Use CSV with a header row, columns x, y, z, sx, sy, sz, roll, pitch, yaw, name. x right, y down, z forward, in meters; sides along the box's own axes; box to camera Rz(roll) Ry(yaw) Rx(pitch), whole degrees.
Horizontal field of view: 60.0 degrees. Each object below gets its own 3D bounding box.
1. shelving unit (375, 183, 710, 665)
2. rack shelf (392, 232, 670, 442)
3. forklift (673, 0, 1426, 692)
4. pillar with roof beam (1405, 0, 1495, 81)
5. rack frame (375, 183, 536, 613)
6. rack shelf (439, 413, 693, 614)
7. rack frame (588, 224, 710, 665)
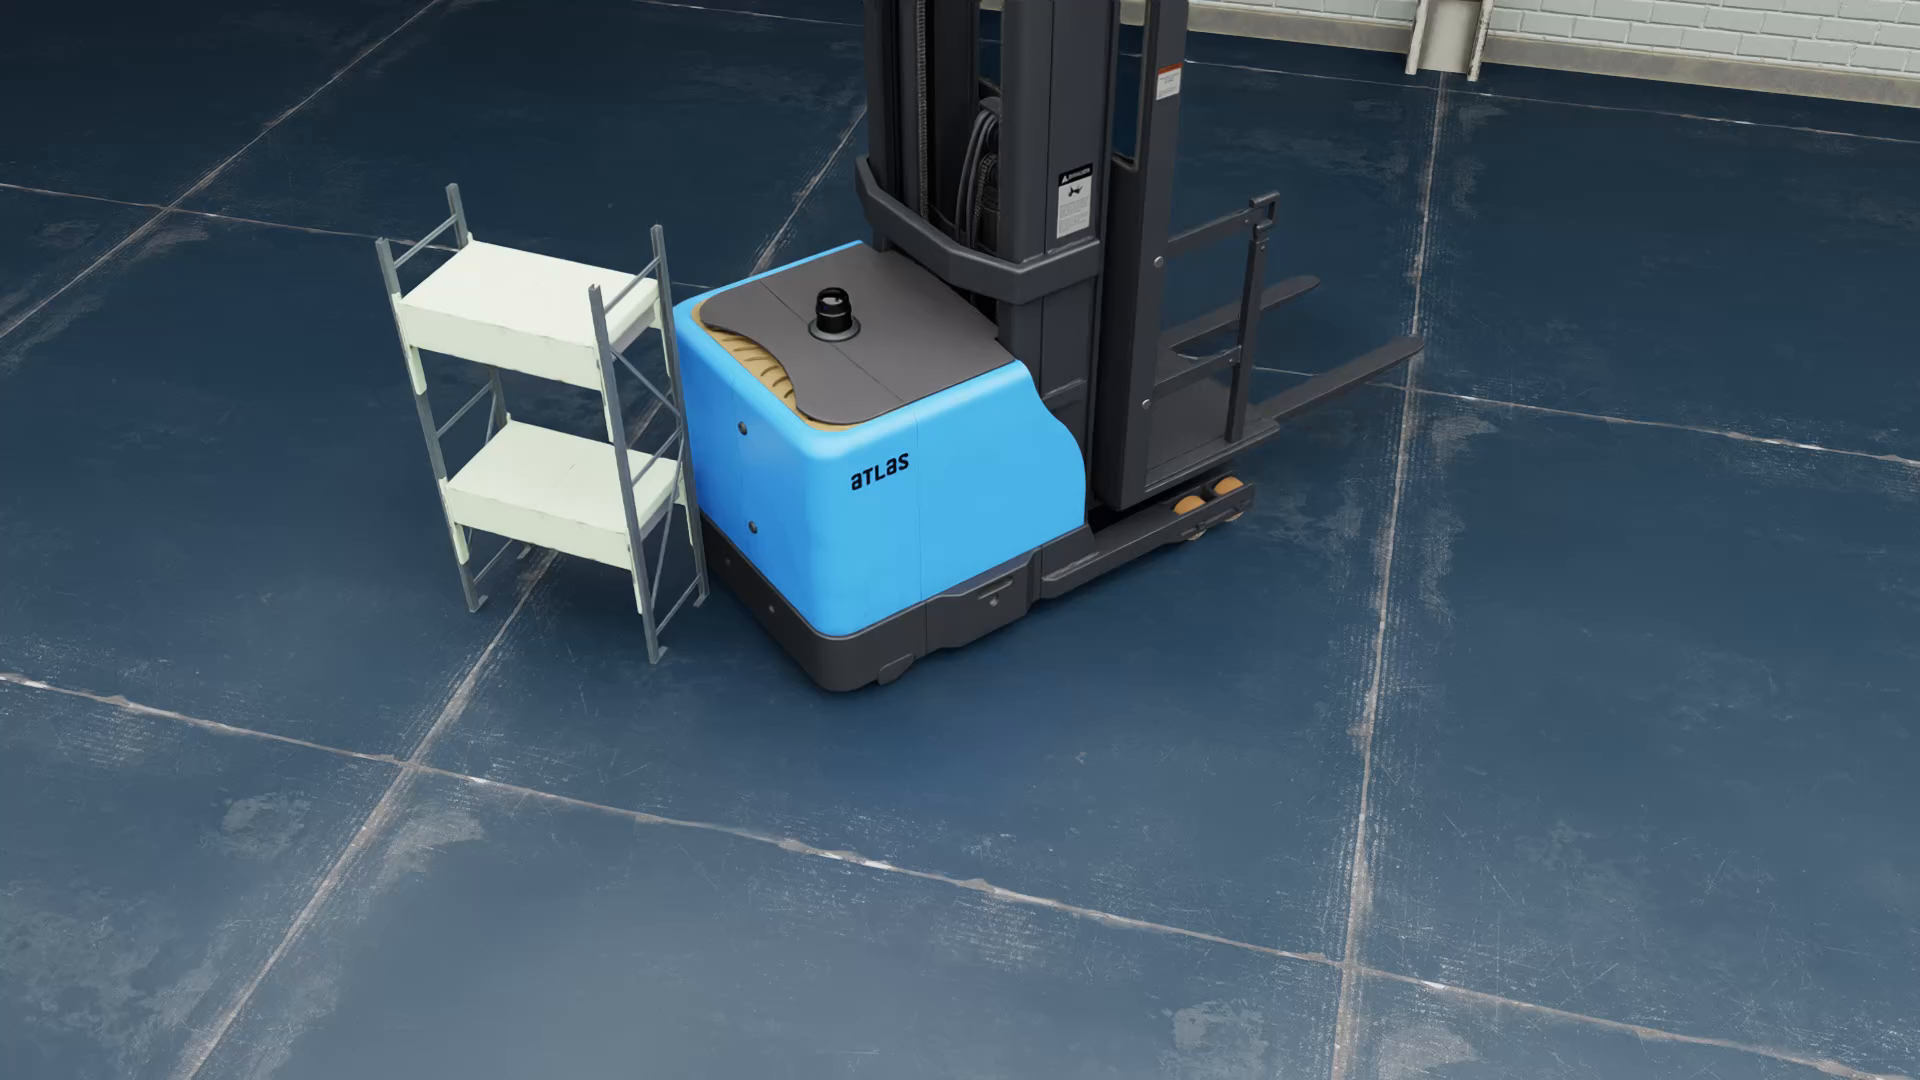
x,y,z,sx,sy,sz,roll,pitch,yaw,name
-1.329,-0.349,5.500,0.755,1.500,0.431,14,42,16,shelving unit
-1.329,-0.648,5.249,0.720,0.370,0.431,14,42,16,rack shelf
0.505,-1.375,5.609,3.031,2.935,1.130,-25,46,-26,forklift
1.631,-3.467,3.381,0.400,9.000,9.100,10,41,11,pillar with roof beam
-1.671,-0.434,5.601,0.023,1.500,0.400,14,42,16,rack frame
-1.329,-0.100,5.709,0.720,0.370,0.431,14,42,16,rack shelf
-0.988,-0.264,5.399,0.023,1.500,0.400,14,42,16,rack frame
